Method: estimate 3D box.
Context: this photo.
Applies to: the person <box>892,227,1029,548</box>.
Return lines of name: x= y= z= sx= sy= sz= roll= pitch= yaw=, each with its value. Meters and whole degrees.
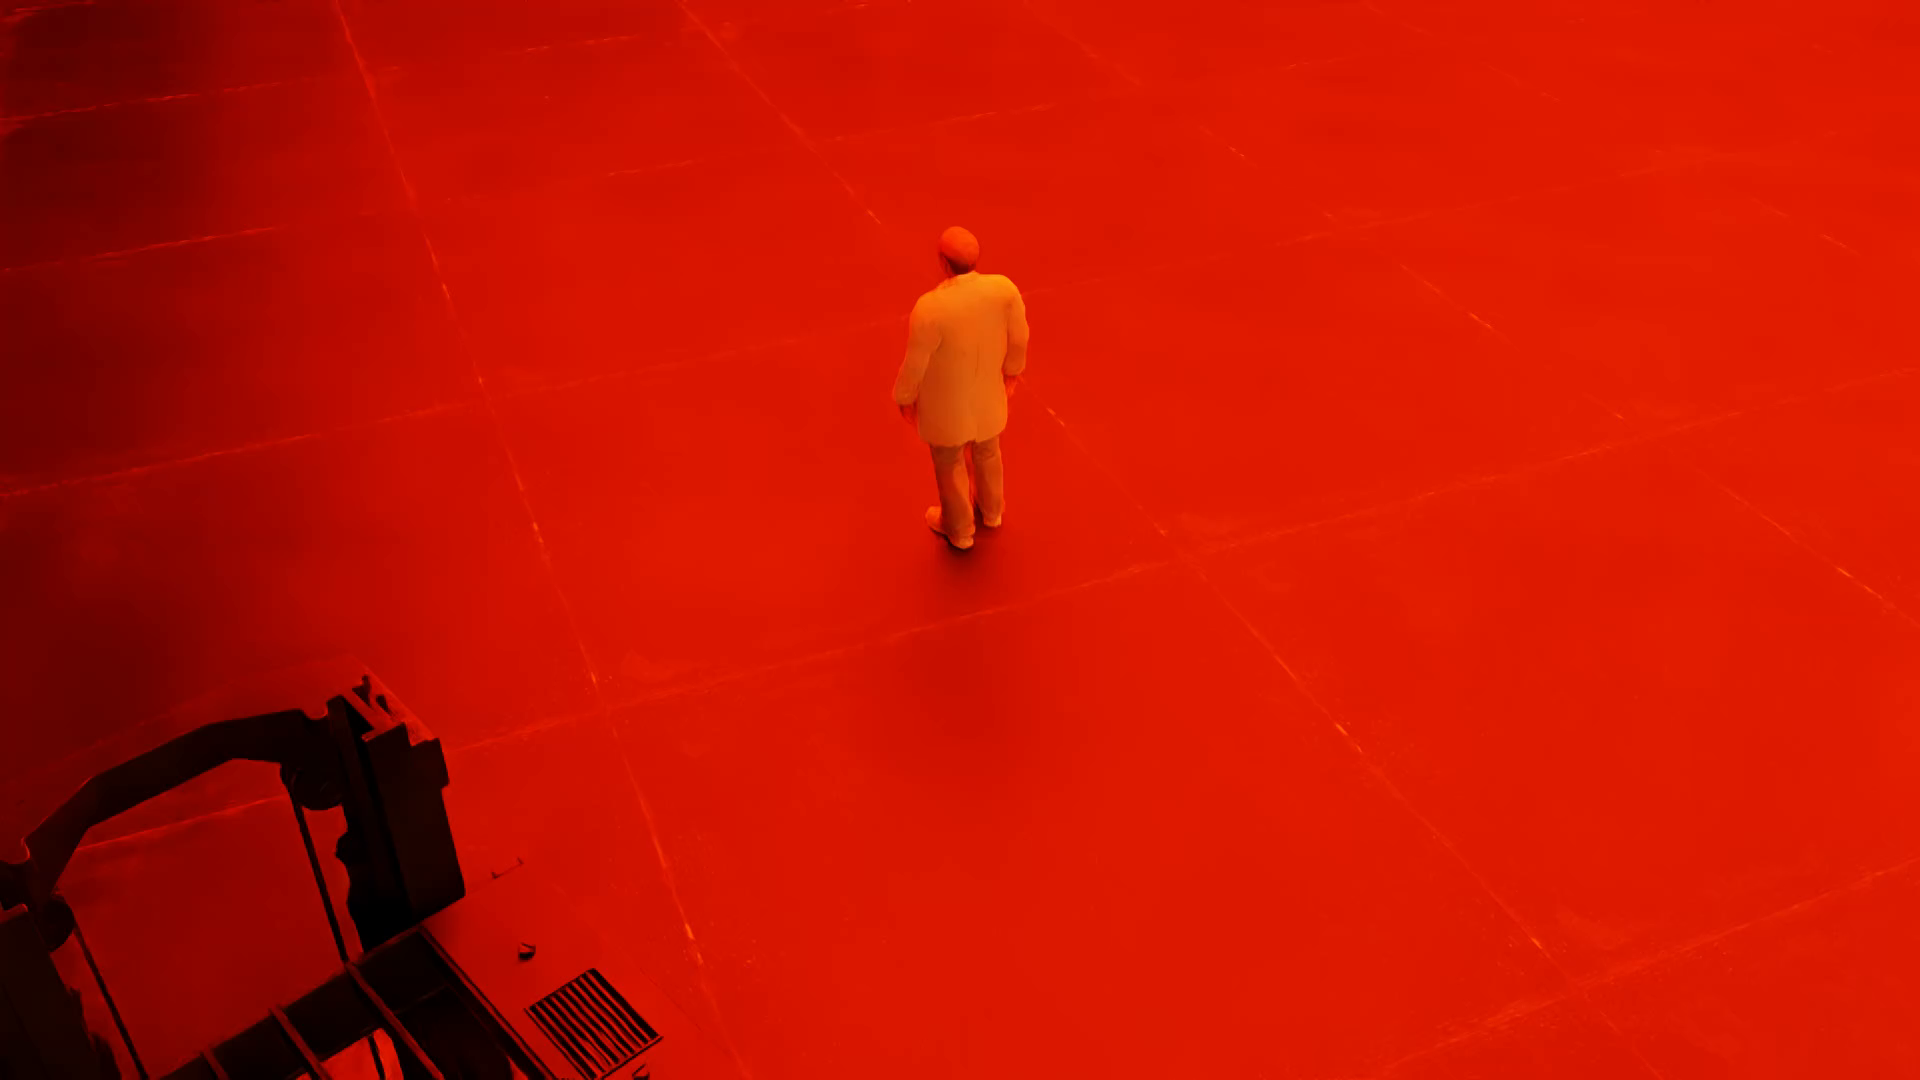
person: x=-0.031 y=-0.780 z=8.178 sx=0.694 sy=1.776 sz=0.579 roll=-14 pitch=38 yaw=-19

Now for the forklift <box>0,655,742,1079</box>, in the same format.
forklift: x=-1.080 y=1.822 z=3.536 sx=1.130 sy=2.935 sz=3.031 roll=-28 pitch=44 yaw=-34
